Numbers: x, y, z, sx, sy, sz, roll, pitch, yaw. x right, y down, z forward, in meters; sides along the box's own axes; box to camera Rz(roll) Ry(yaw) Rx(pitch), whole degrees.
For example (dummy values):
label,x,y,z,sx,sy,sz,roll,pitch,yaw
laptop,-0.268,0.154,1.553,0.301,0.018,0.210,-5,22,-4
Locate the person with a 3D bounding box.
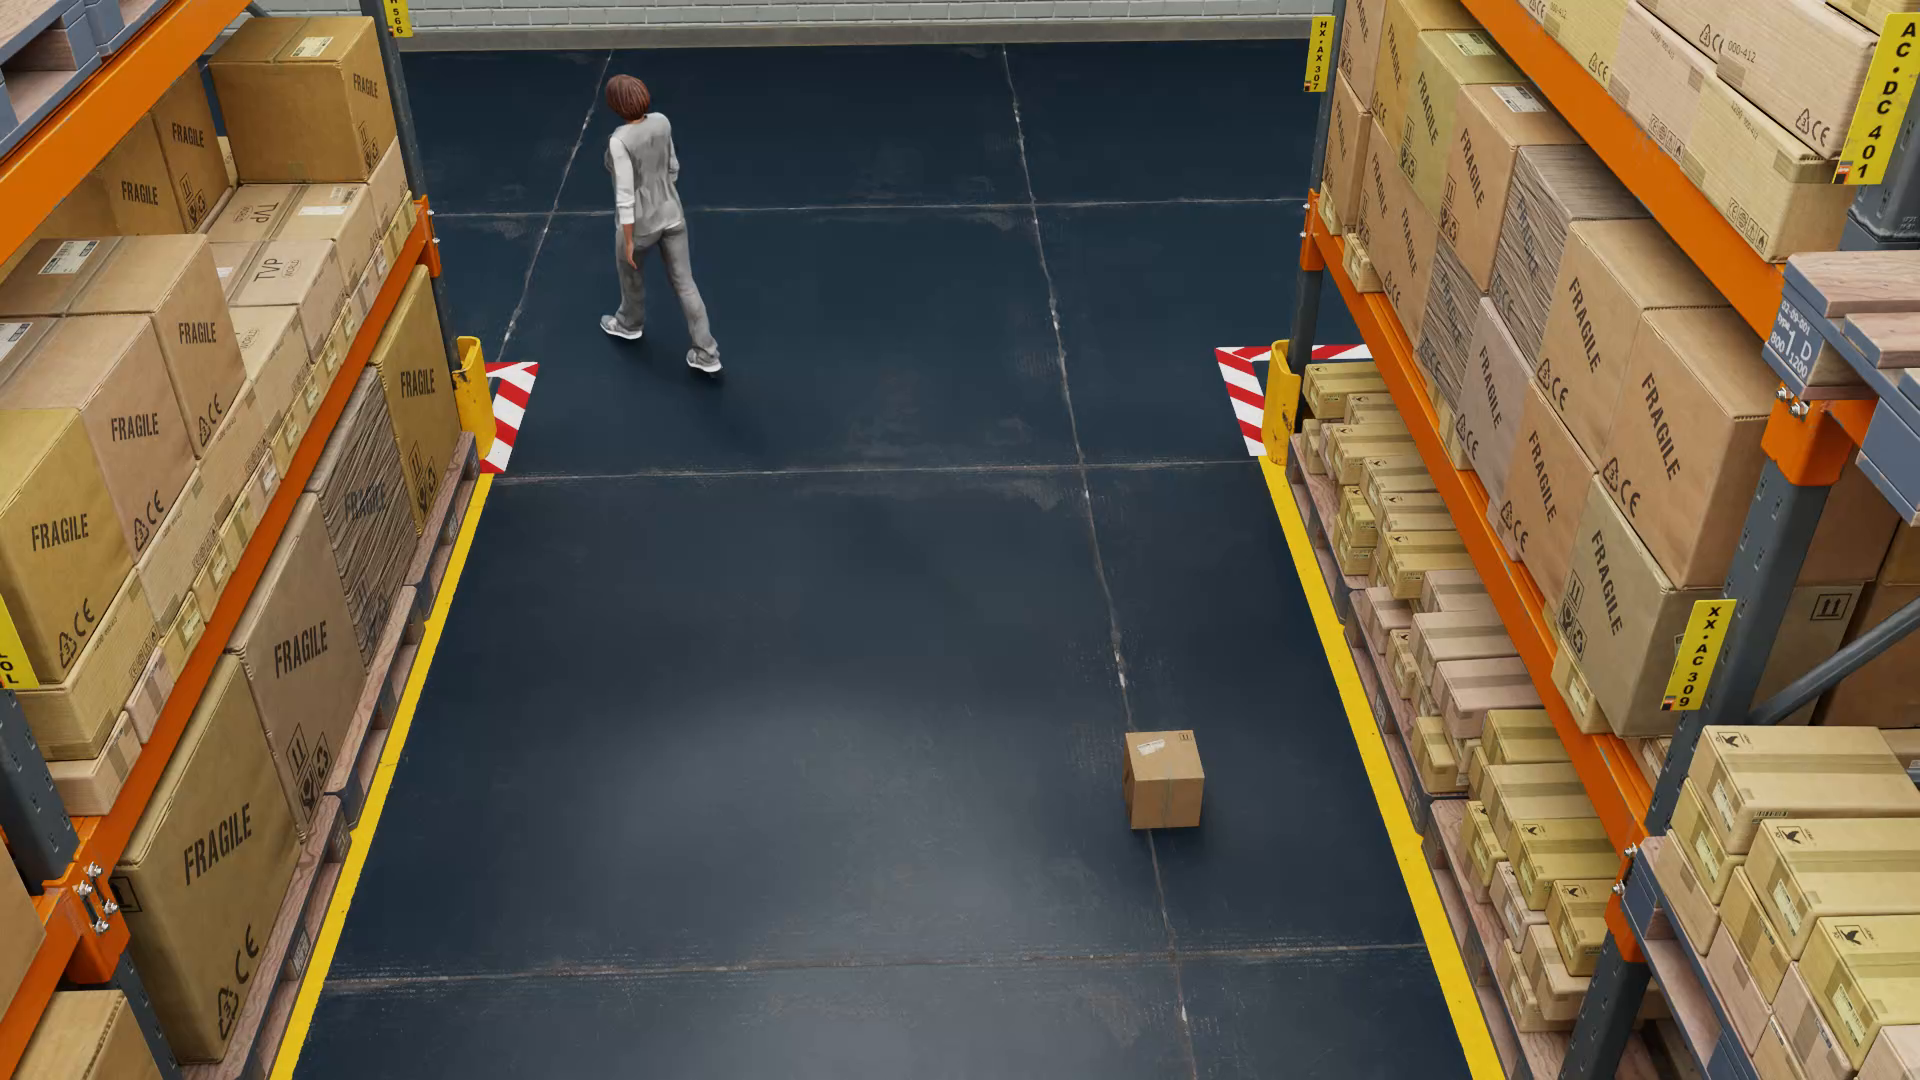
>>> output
label,x,y,z,sx,sy,sz,roll,pitch,yaw
person,-1.589,-1.630,8.407,0.457,1.535,0.921,-30,45,-35
